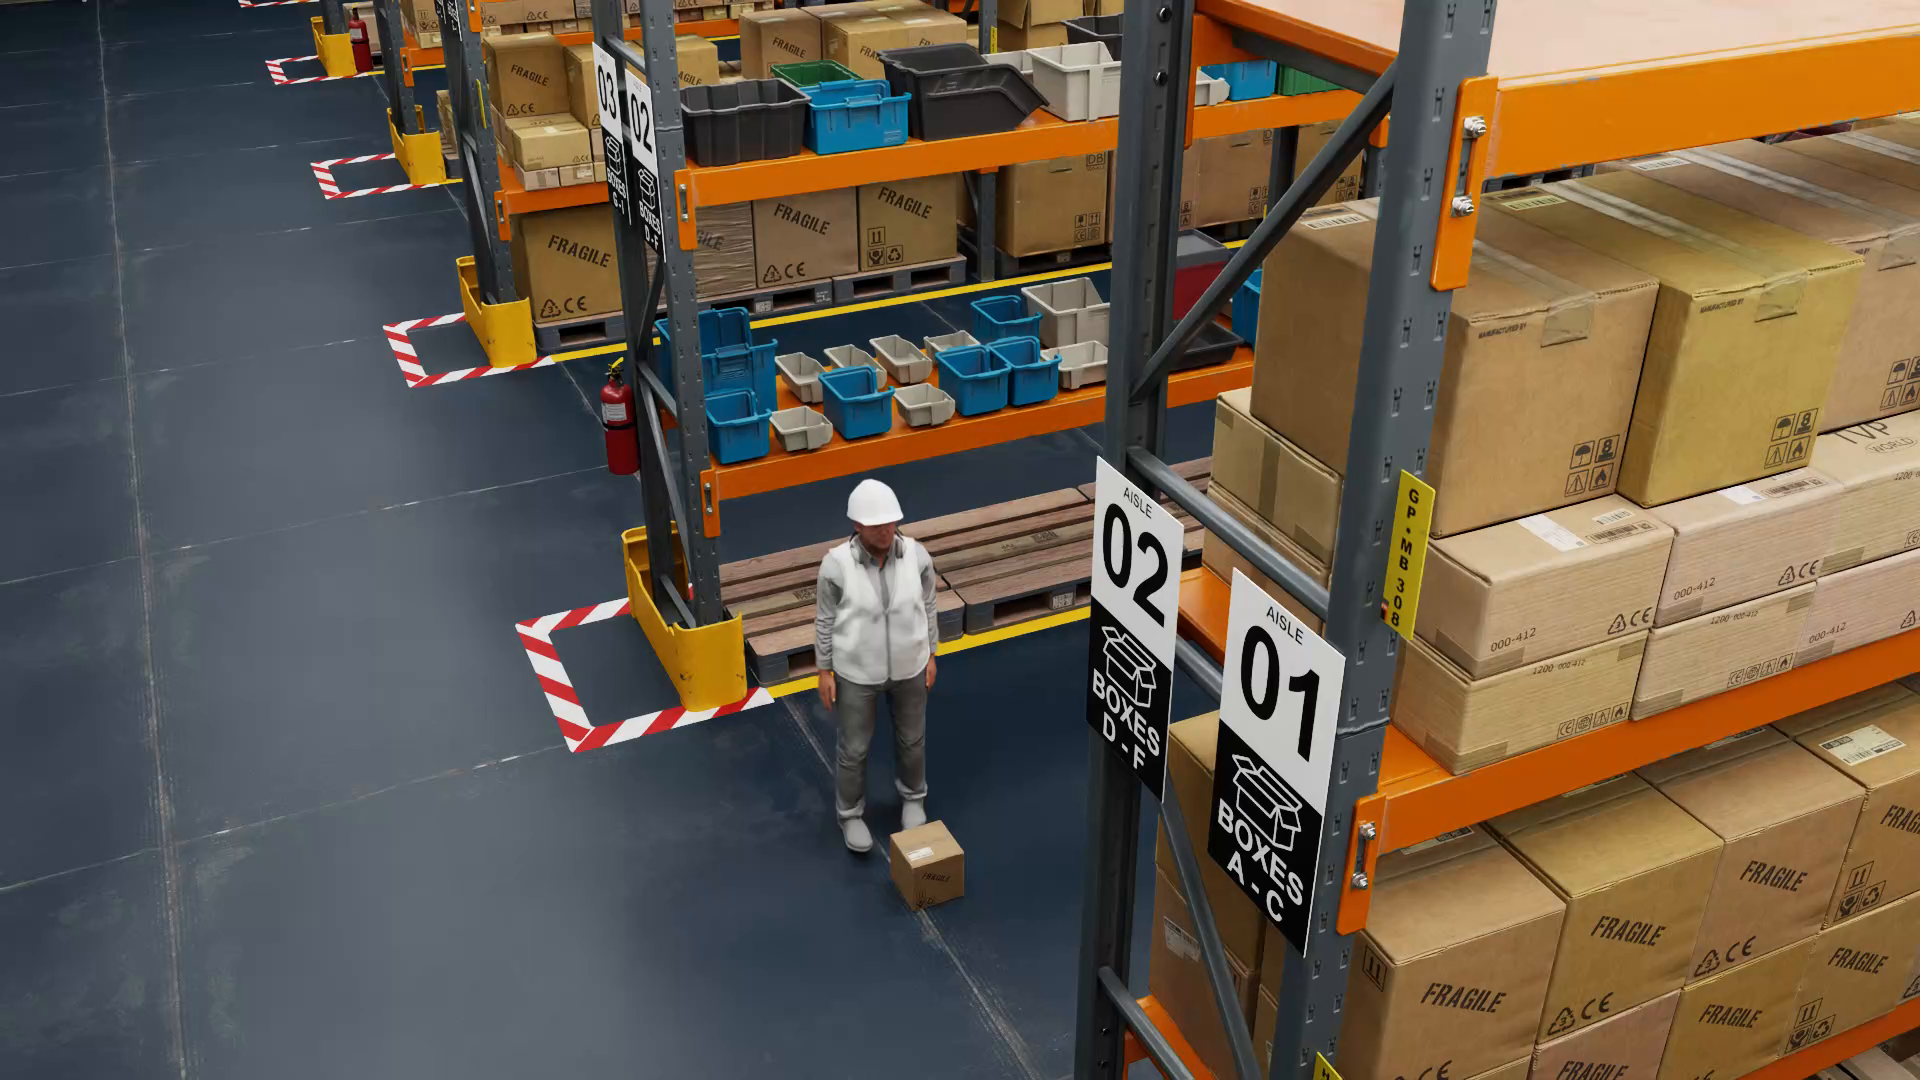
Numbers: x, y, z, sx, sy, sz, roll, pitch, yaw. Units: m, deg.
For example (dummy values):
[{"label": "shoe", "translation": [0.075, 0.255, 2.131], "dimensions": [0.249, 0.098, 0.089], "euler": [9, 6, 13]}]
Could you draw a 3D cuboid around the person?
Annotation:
[{"label": "person", "translation": [-0.357, 0.567, 7.396], "dimensions": [0.569, 1.777, 0.401], "euler": [-9, 30, -15]}]
